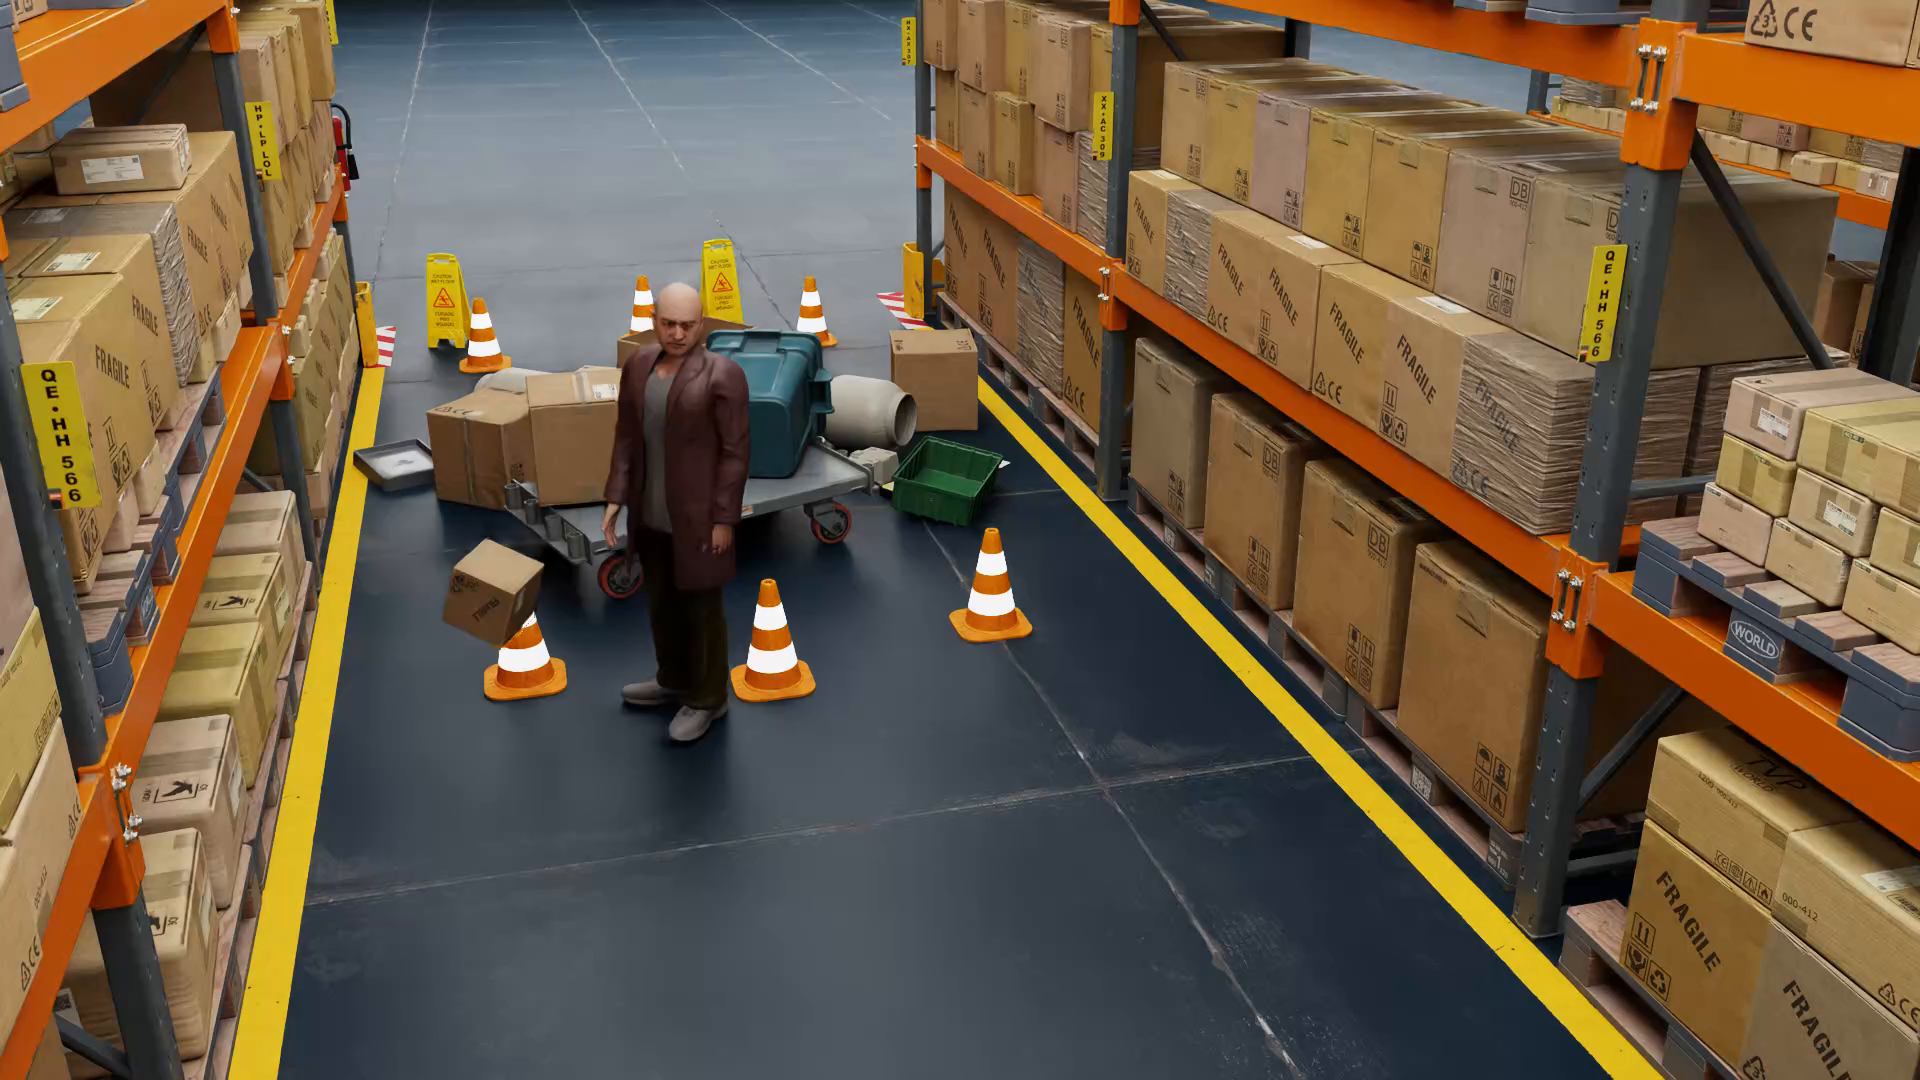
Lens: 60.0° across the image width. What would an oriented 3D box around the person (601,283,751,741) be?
[{"bbox_3d":[-1.101,-0.099,6.303,0.684,1.783,0.403,14,26,30],"label":"person"}]
